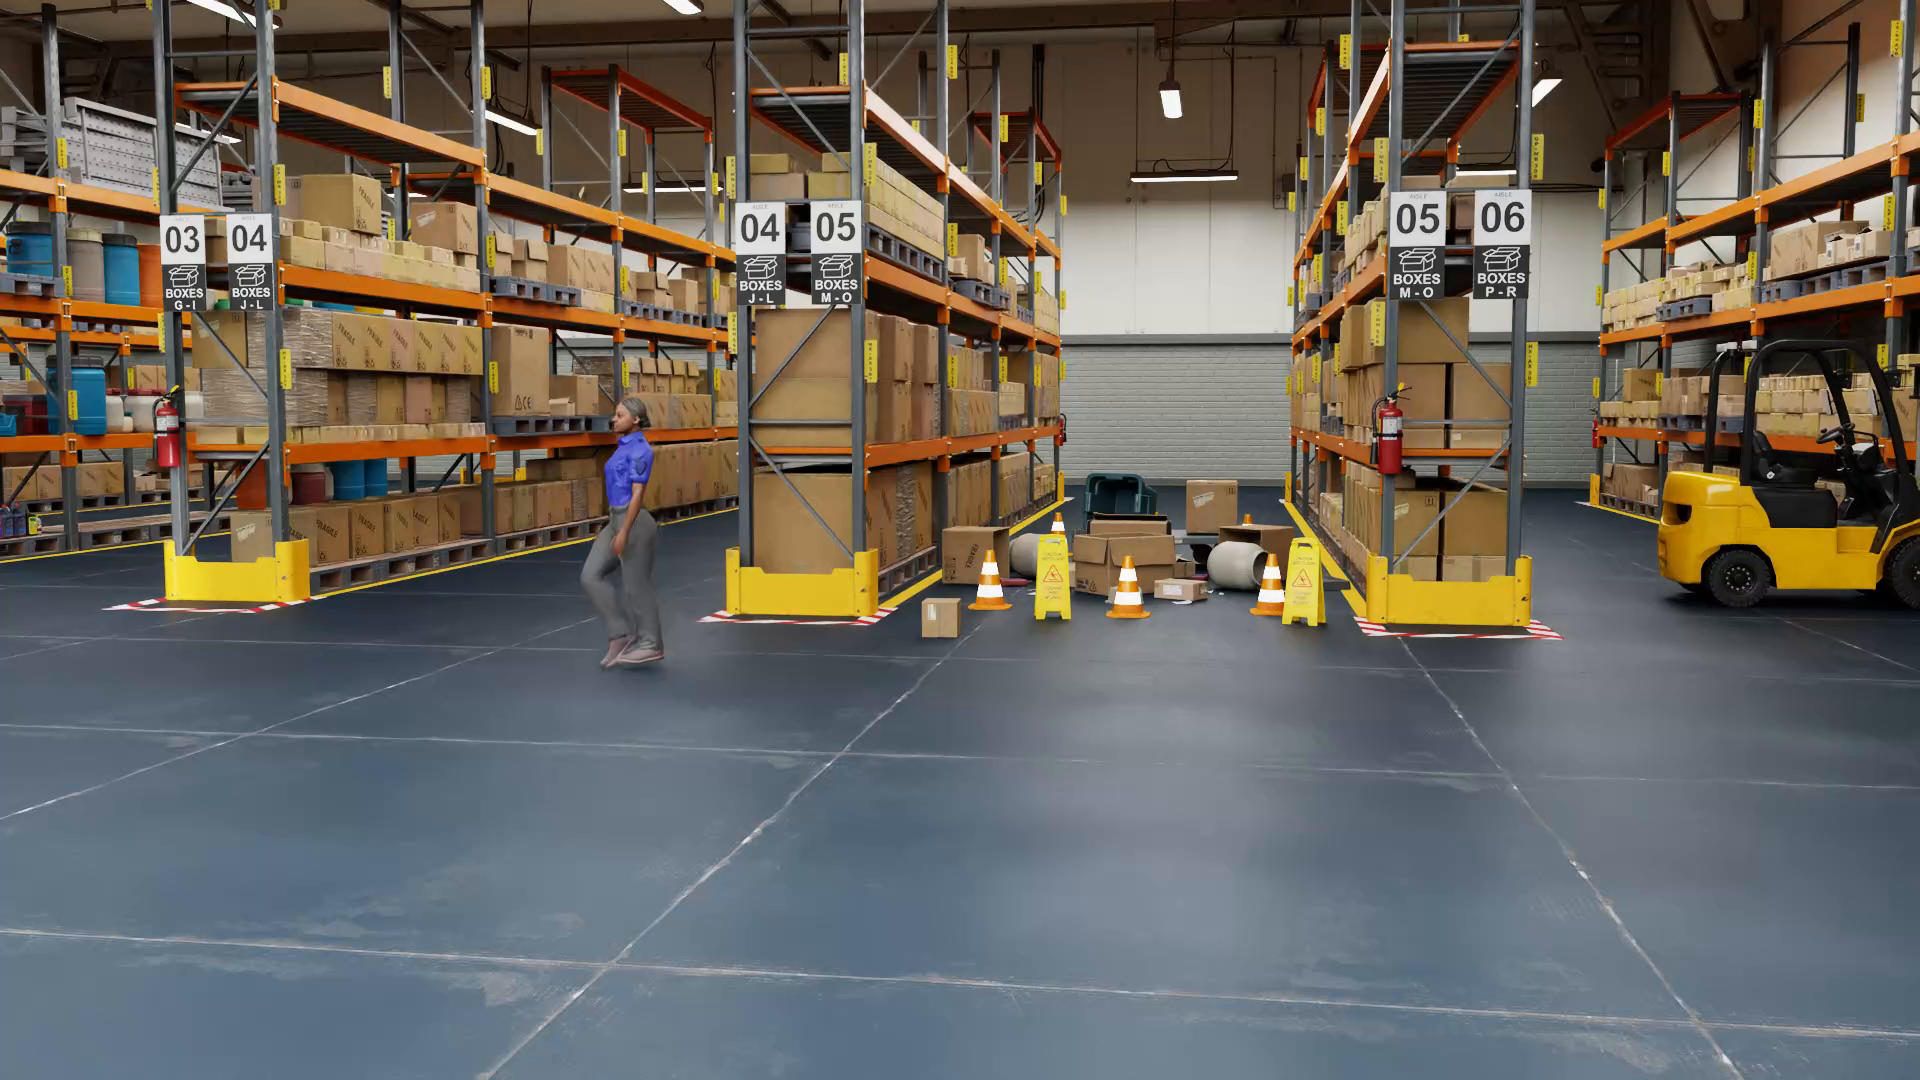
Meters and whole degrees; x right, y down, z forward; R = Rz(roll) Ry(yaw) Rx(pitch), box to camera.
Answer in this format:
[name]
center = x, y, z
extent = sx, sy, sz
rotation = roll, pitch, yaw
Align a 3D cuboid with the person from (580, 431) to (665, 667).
[person]
center = -2.074, 0.077, 10.280
extent = 0.477, 1.498, 0.443
rotation = -2, 5, -28
